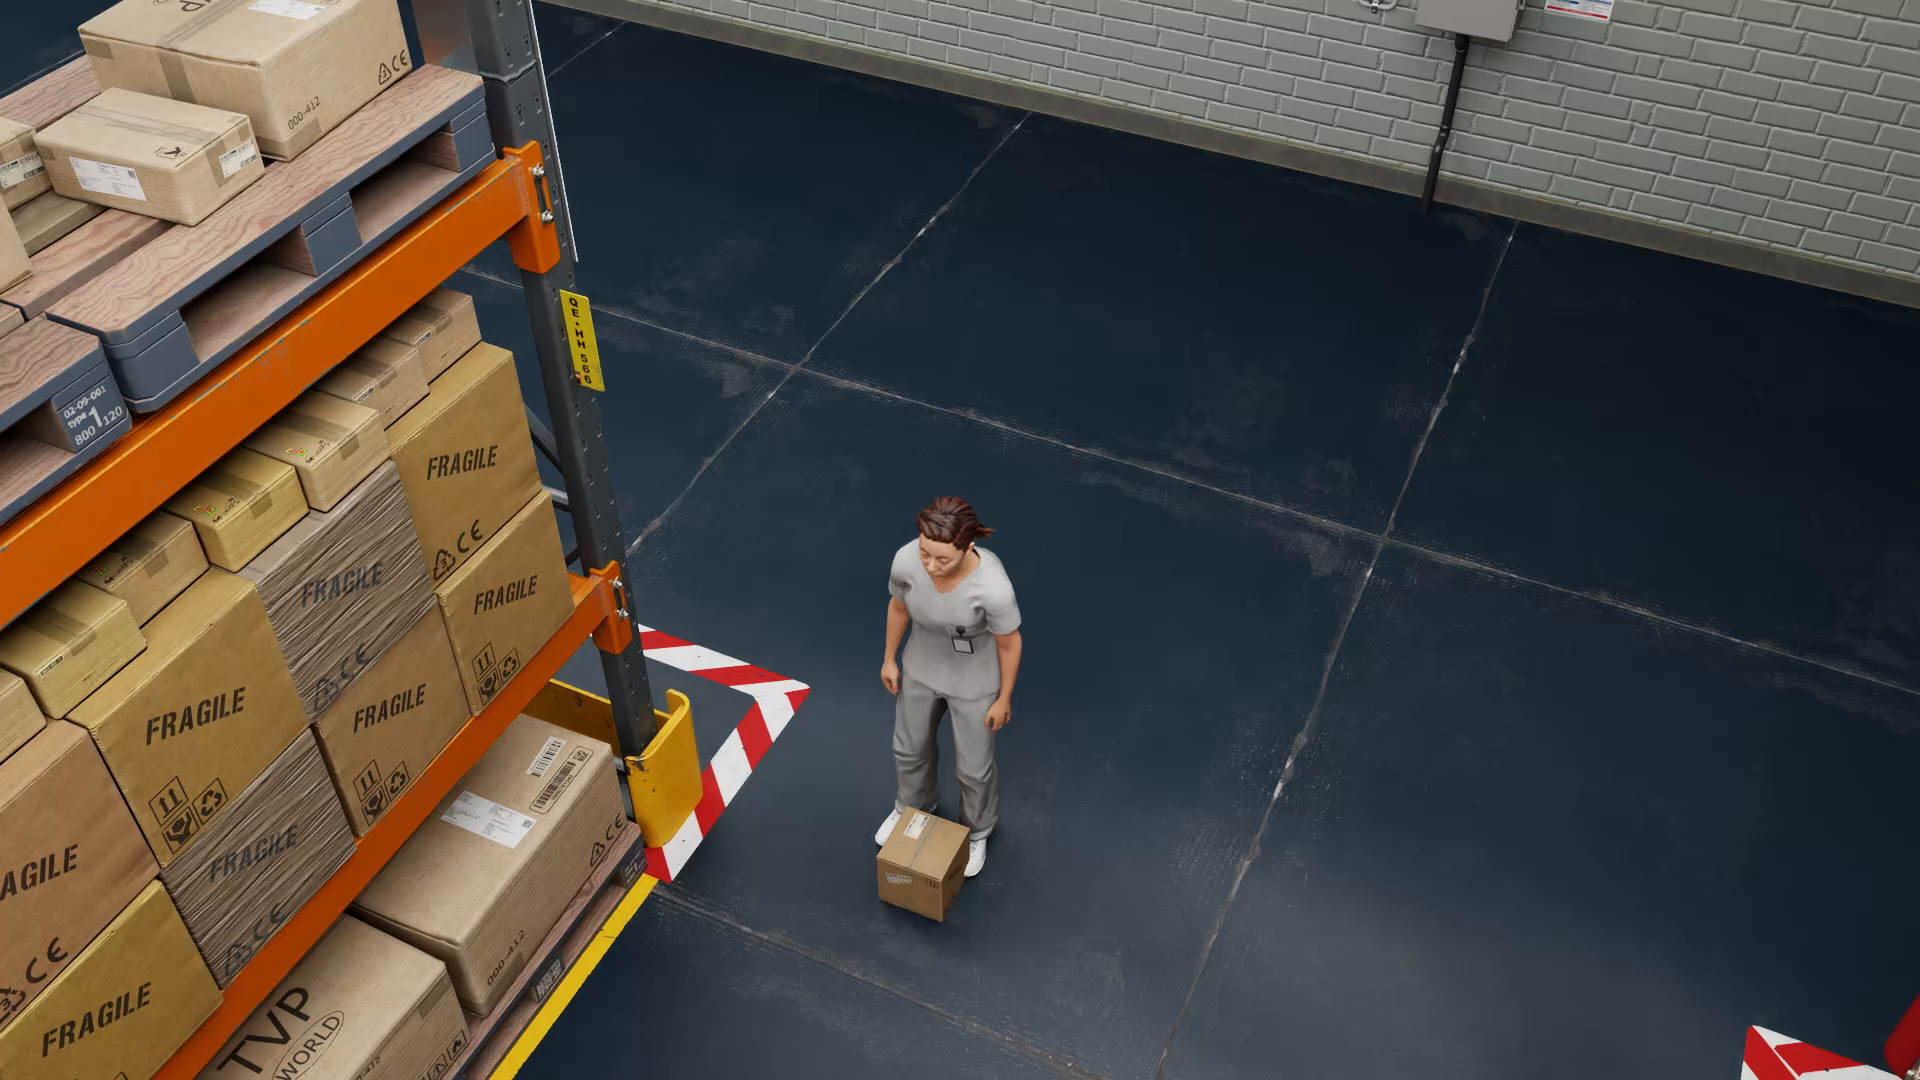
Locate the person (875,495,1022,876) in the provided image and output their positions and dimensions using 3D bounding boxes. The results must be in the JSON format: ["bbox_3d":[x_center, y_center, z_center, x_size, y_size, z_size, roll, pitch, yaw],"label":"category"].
[{"bbox_3d":[-0.035,0.476,5.635,0.486,1.673,0.358,18,45,19],"label":"person"}]
